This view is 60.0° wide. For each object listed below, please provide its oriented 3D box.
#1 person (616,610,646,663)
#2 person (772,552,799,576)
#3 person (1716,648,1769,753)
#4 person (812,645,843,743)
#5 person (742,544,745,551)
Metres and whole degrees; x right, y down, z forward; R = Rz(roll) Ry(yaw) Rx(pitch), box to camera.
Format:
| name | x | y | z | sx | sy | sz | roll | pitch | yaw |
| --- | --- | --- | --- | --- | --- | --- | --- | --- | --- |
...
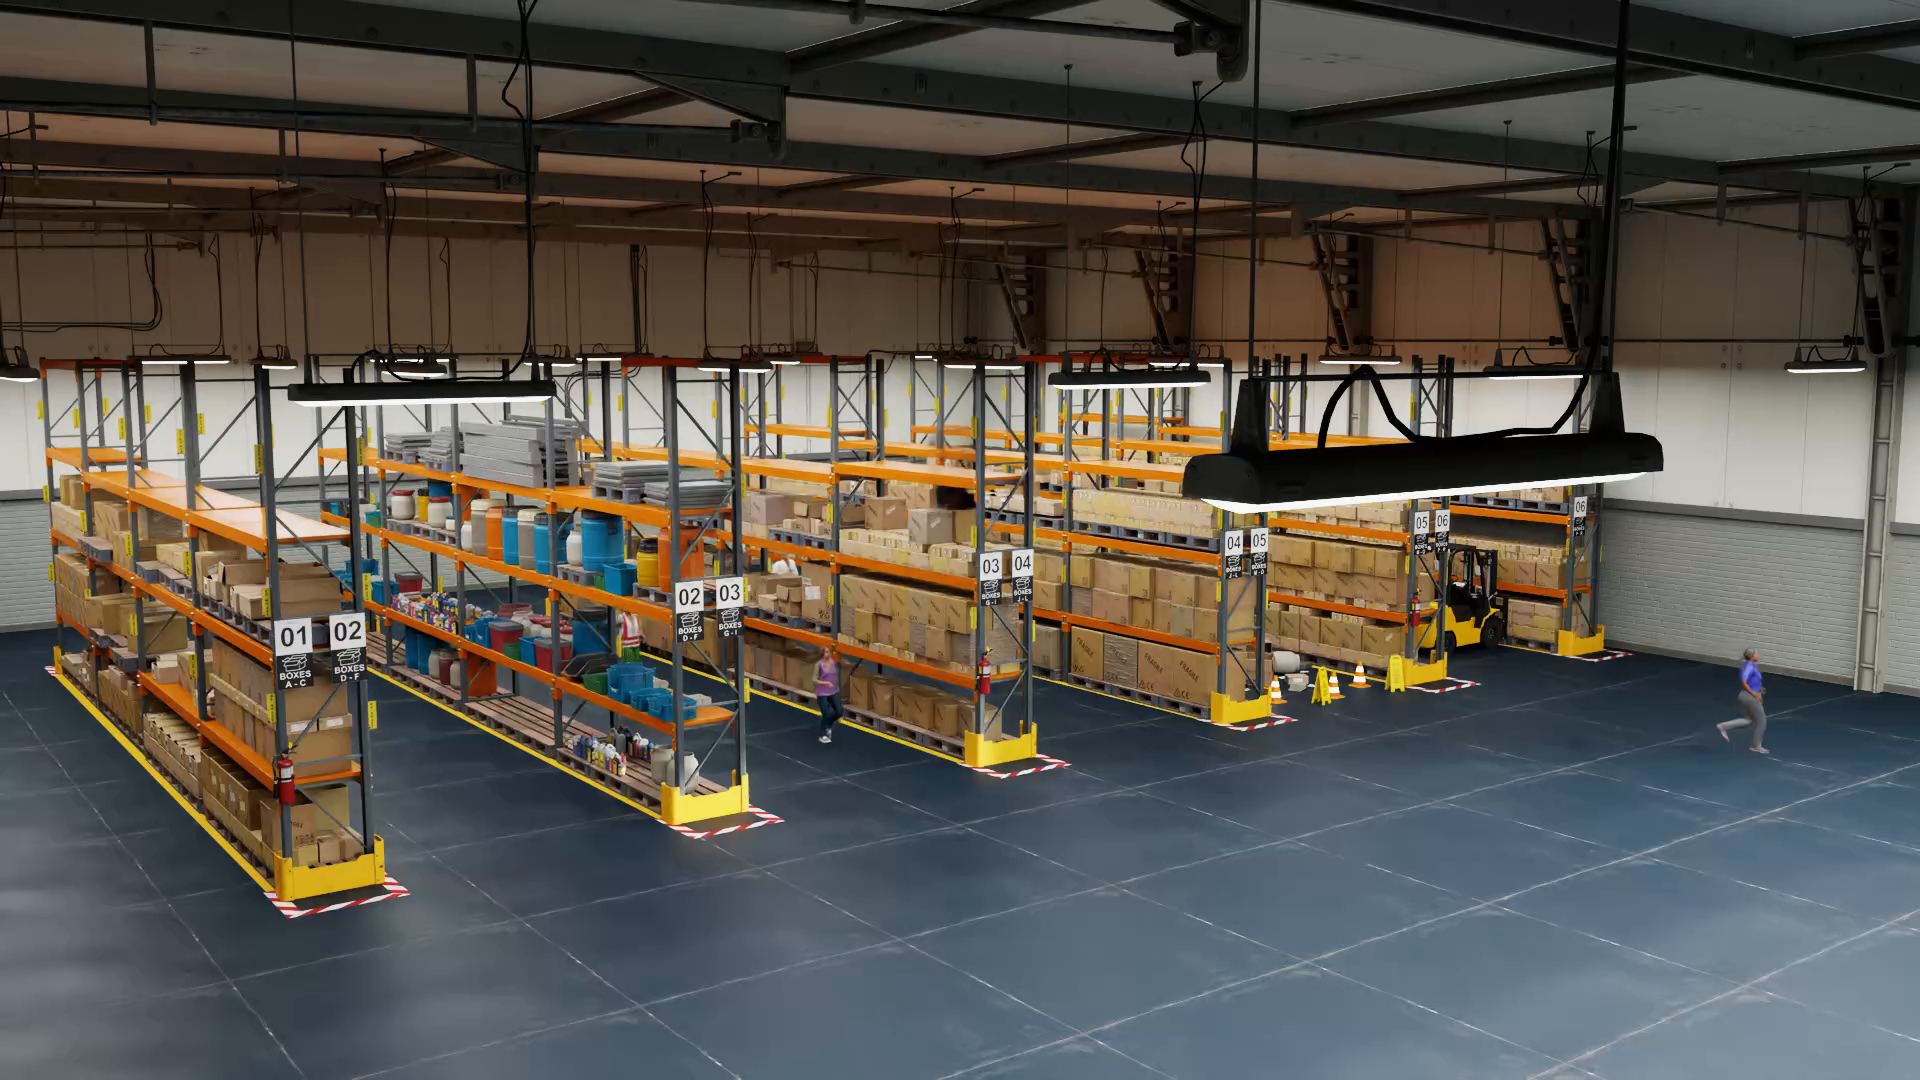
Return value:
| name | x | y | z | sx | sy | sz | roll | pitch | yaw |
| --- | --- | --- | --- | --- | --- | --- | --- | --- | --- |
| person | -5.866 | 1.906 | 29.638 | 0.577 | 1.740 | 0.650 | 6 | 9 | 39 |
| person | -3.776 | 1.048 | 36.369 | 0.727 | 1.708 | 1.111 | -4 | 8 | -32 |
| person | 12.109 | 2.475 | 25.618 | 0.760 | 1.630 | 0.558 | 1 | 7 | 12 |
| person | -2.049 | 2.424 | 26.063 | 0.524 | 1.558 | 0.537 | -5 | 9 | -38 |
| person | -5.589 | 0.532 | 41.738 | 0.702 | 1.641 | 0.710 | -2 | 7 | -14 |
